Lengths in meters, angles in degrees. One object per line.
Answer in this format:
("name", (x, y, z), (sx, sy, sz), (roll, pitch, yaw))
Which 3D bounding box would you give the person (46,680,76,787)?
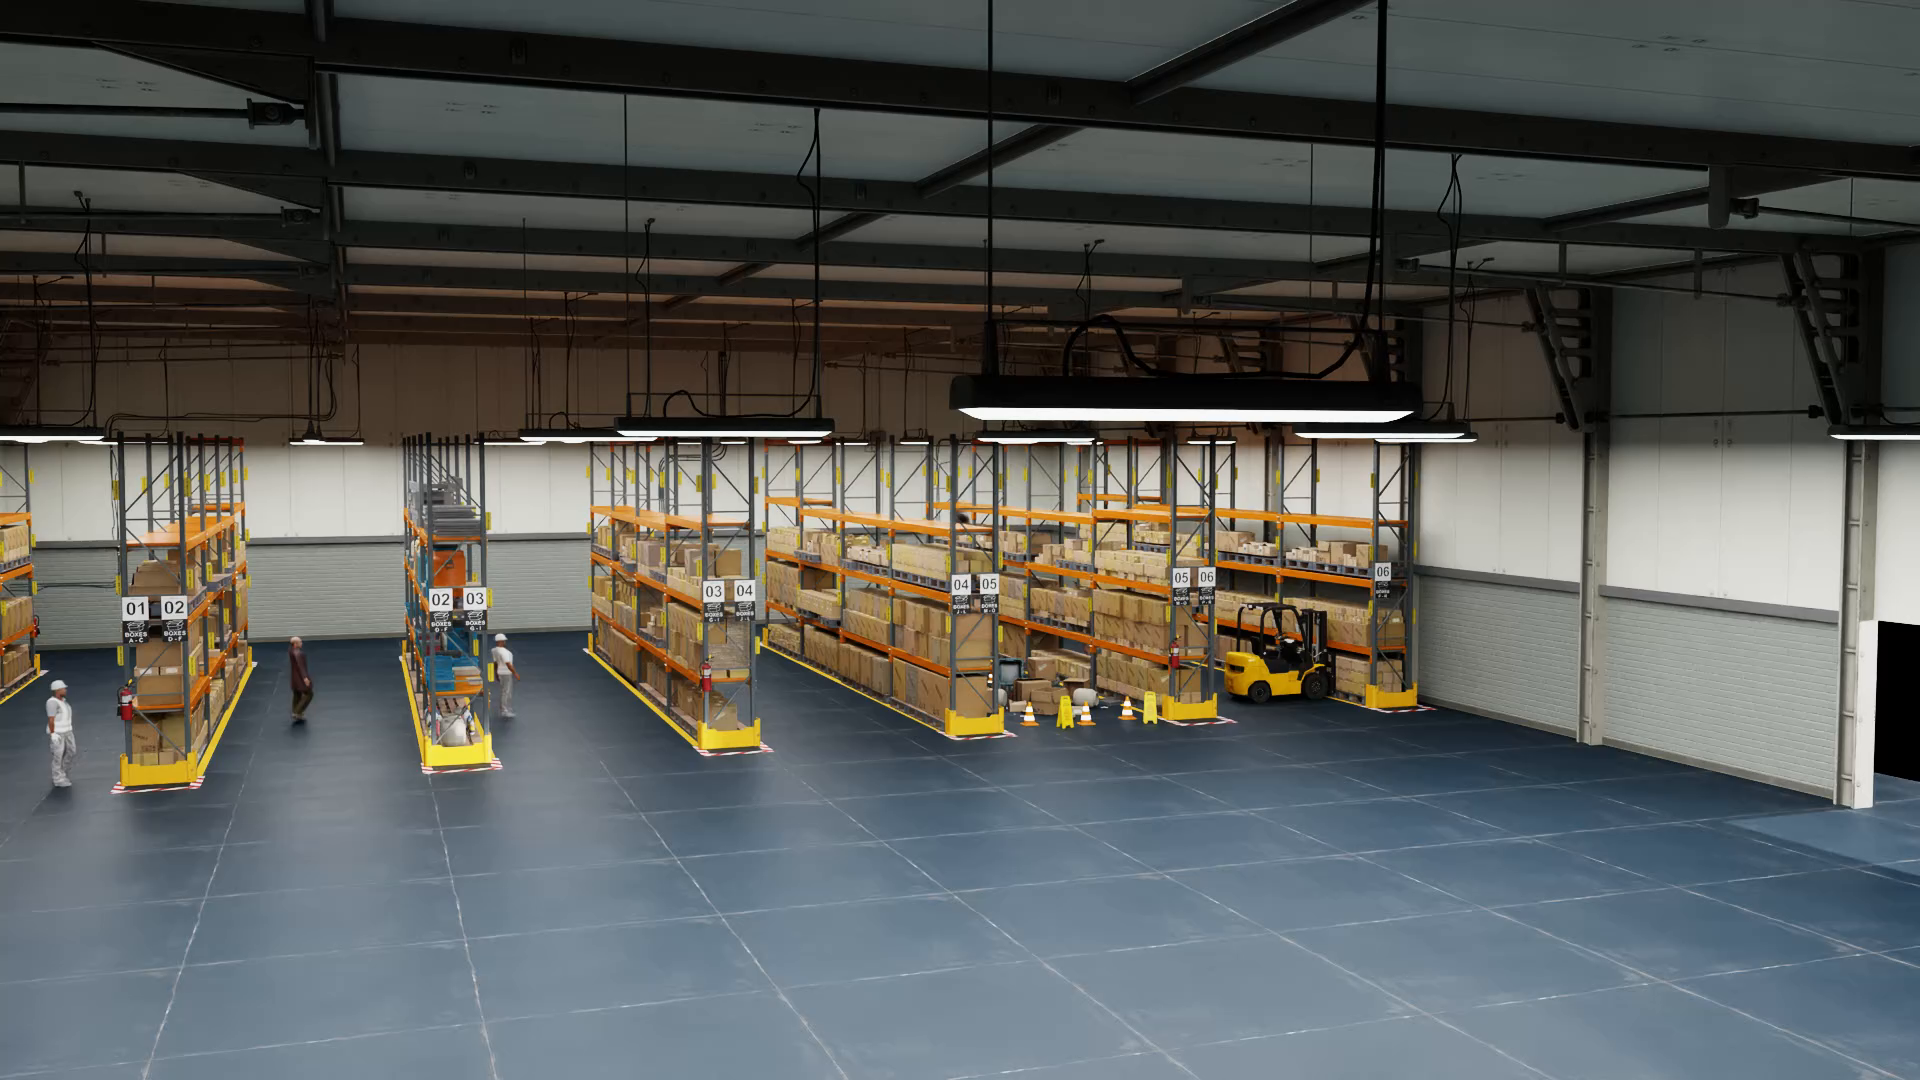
("person", (-15.268, 3.269, 28.193), (0.492, 1.791, 0.629), (0, 3, 1))

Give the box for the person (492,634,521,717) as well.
("person", (-9.641, 2.887, 35.378), (0.617, 1.802, 0.585), (-1, 3, -9))

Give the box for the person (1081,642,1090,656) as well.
("person", (3.374, 2.365, 45.485), (0.483, 1.688, 0.676), (-2, 4, -26))

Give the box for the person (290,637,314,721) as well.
("person", (-13.787, 2.906, 34.702), (0.599, 1.784, 0.512), (2, 4, 38))
